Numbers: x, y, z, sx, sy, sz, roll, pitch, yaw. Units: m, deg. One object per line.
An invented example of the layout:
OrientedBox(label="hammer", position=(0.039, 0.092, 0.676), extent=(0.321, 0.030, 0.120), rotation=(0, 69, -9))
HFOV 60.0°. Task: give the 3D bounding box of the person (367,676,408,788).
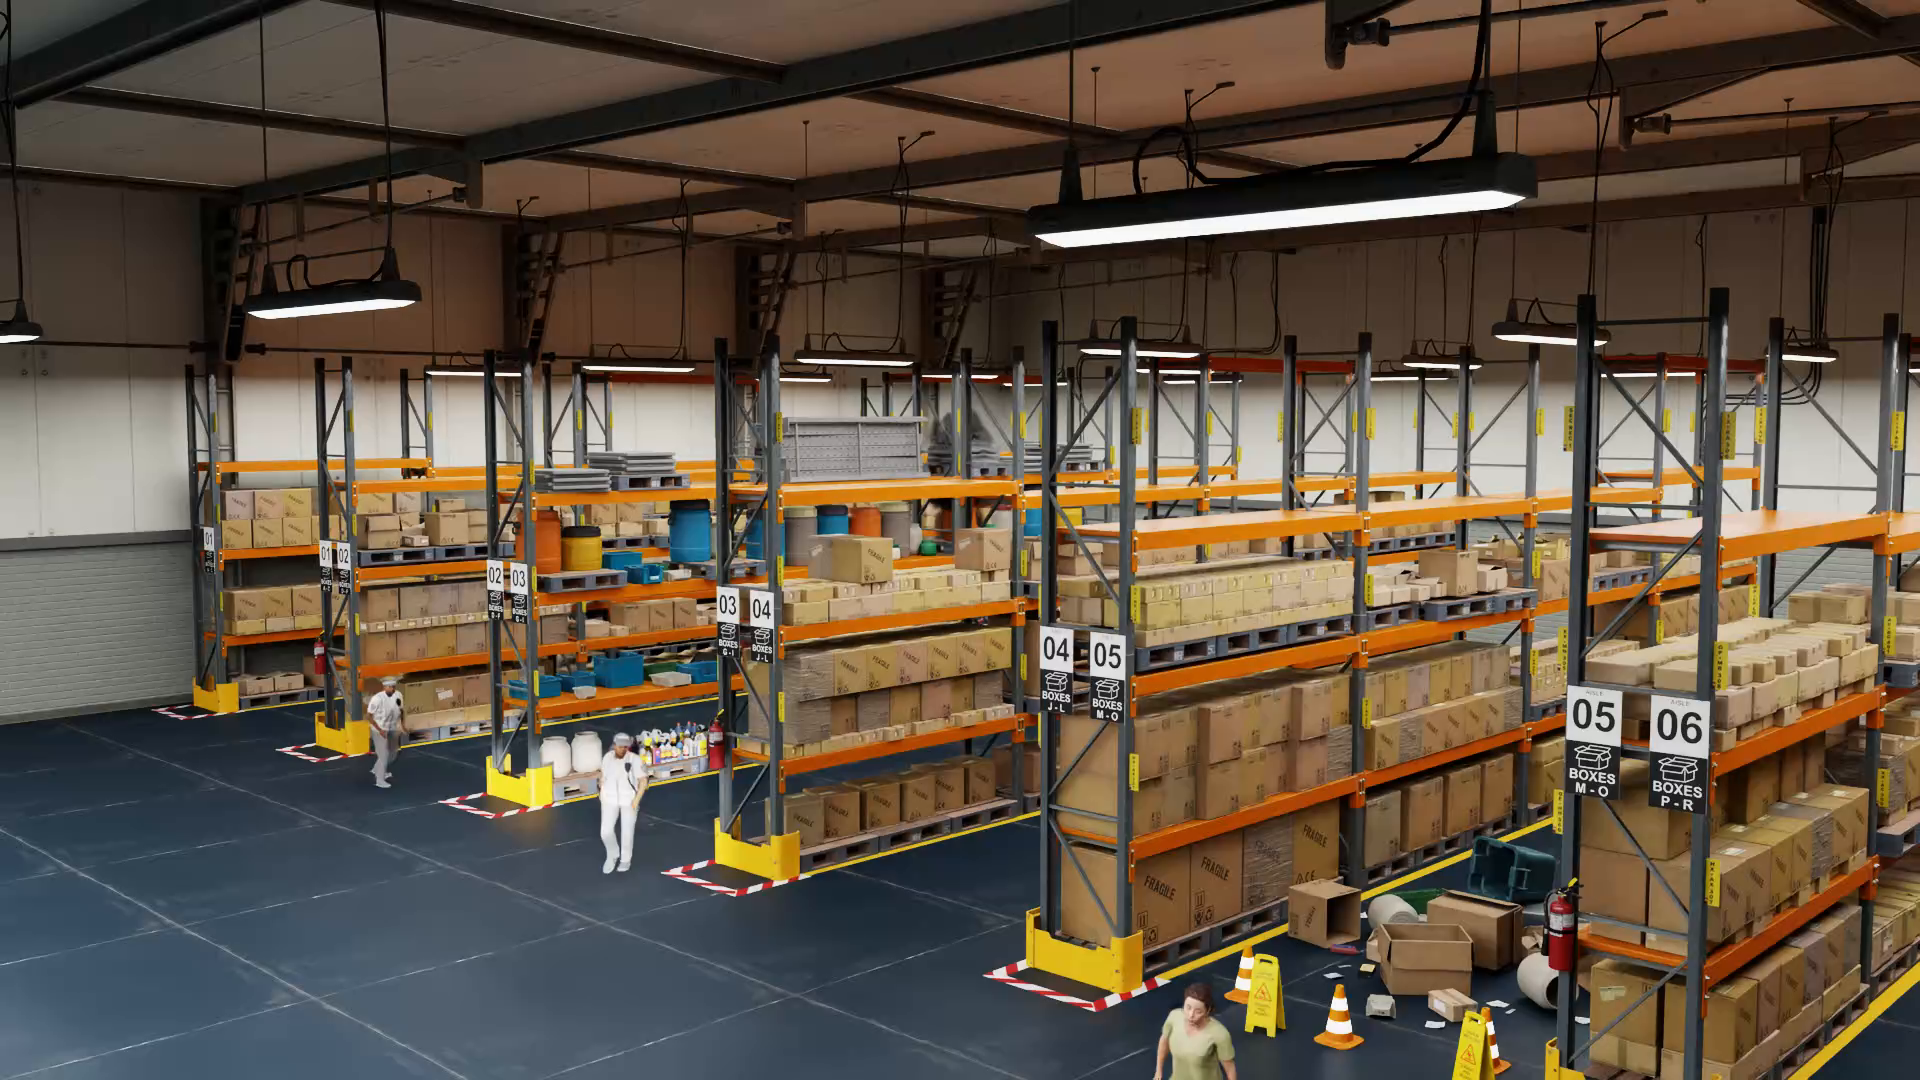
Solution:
OrientedBox(label="person", position=(-7.964, 2.619, 22.967), extent=(0.787, 1.588, 0.583), rotation=(3, 5, 36))

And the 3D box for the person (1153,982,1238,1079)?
OrientedBox(label="person", position=(1.500, 3.549, 10.813), extent=(0.779, 1.563, 0.731), rotation=(3, 5, 32))

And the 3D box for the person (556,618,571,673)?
OrientedBox(label="person", position=(-7.275, 1.983, 30.218), extent=(0.692, 1.748, 0.973), rotation=(2, 5, 29))

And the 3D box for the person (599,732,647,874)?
OrientedBox(label="person", position=(-3.767, 2.935, 18.535), extent=(0.580, 1.623, 0.766), rotation=(0, 4, -5))
